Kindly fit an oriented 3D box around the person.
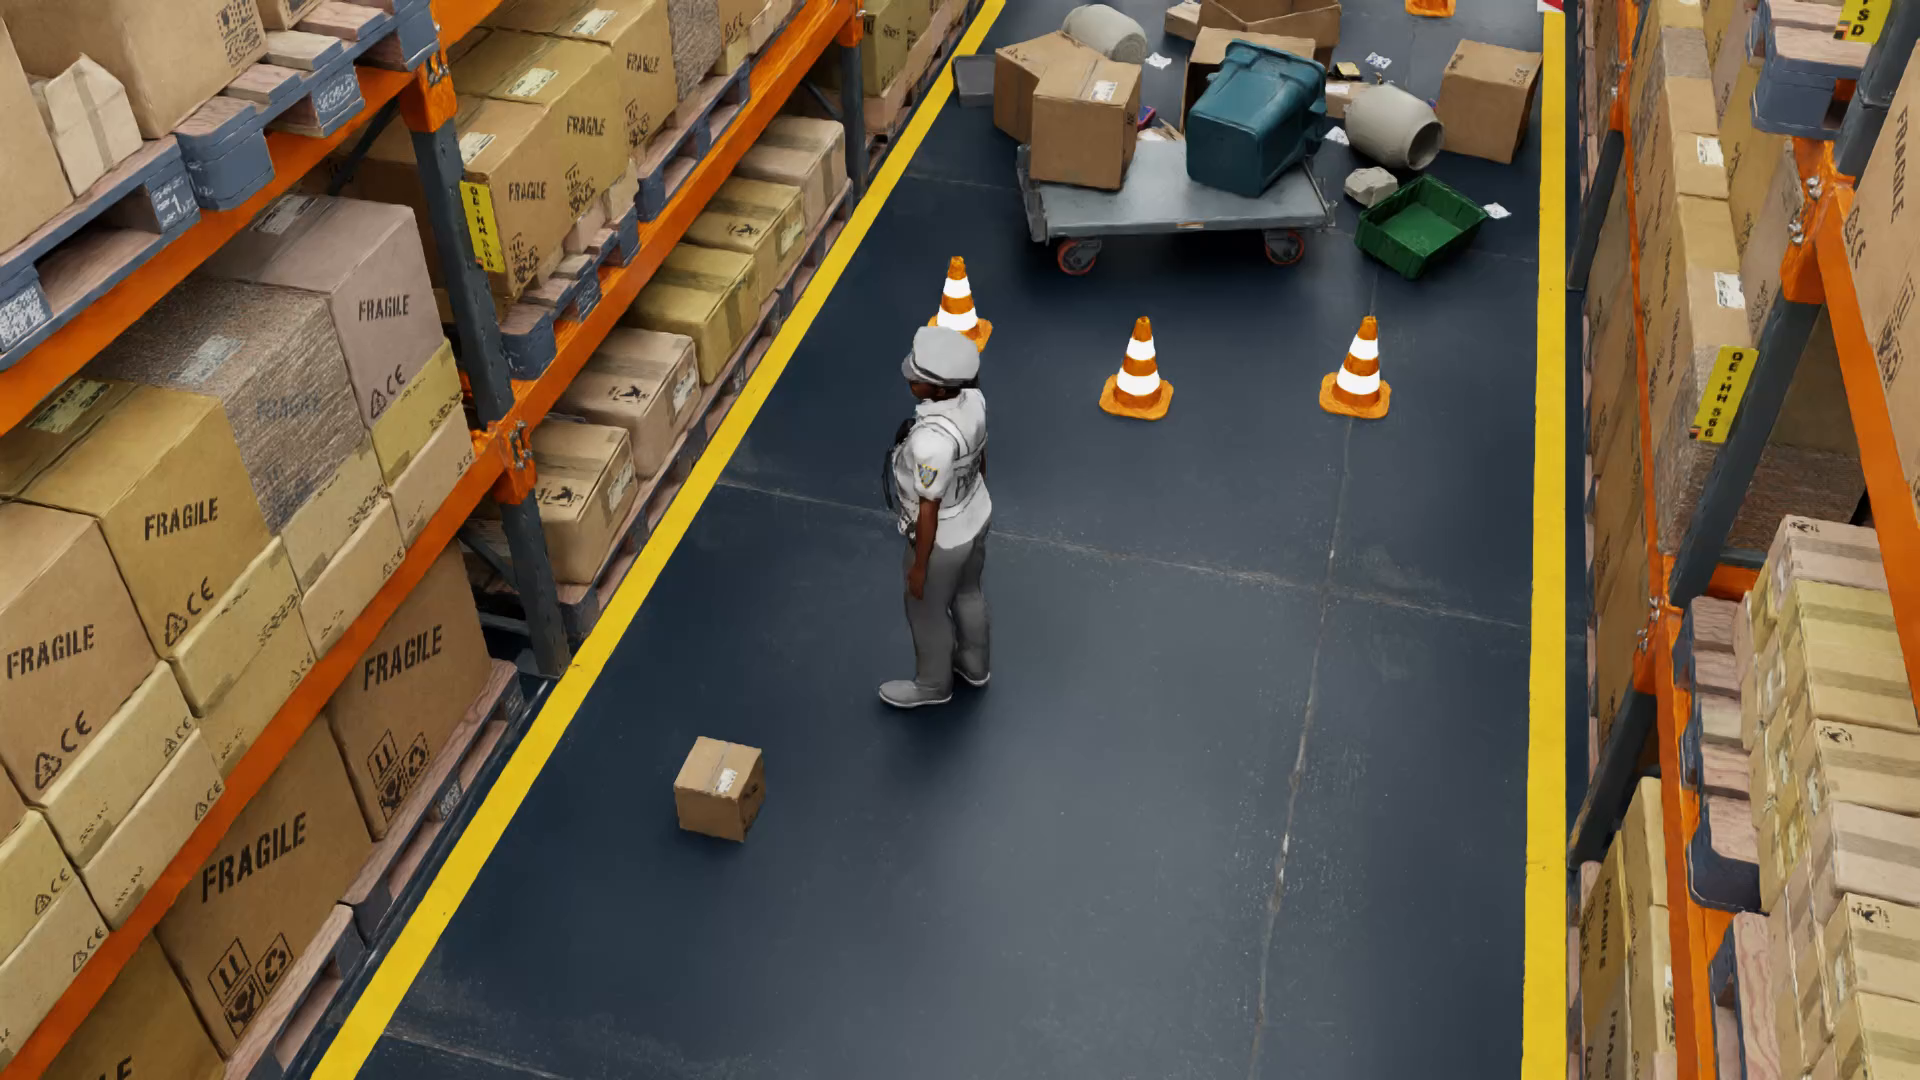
[{"bbox_3d":[-0.081,-0.063,6.186,0.384,1.685,0.556,15,43,16],"label":"person"}]
